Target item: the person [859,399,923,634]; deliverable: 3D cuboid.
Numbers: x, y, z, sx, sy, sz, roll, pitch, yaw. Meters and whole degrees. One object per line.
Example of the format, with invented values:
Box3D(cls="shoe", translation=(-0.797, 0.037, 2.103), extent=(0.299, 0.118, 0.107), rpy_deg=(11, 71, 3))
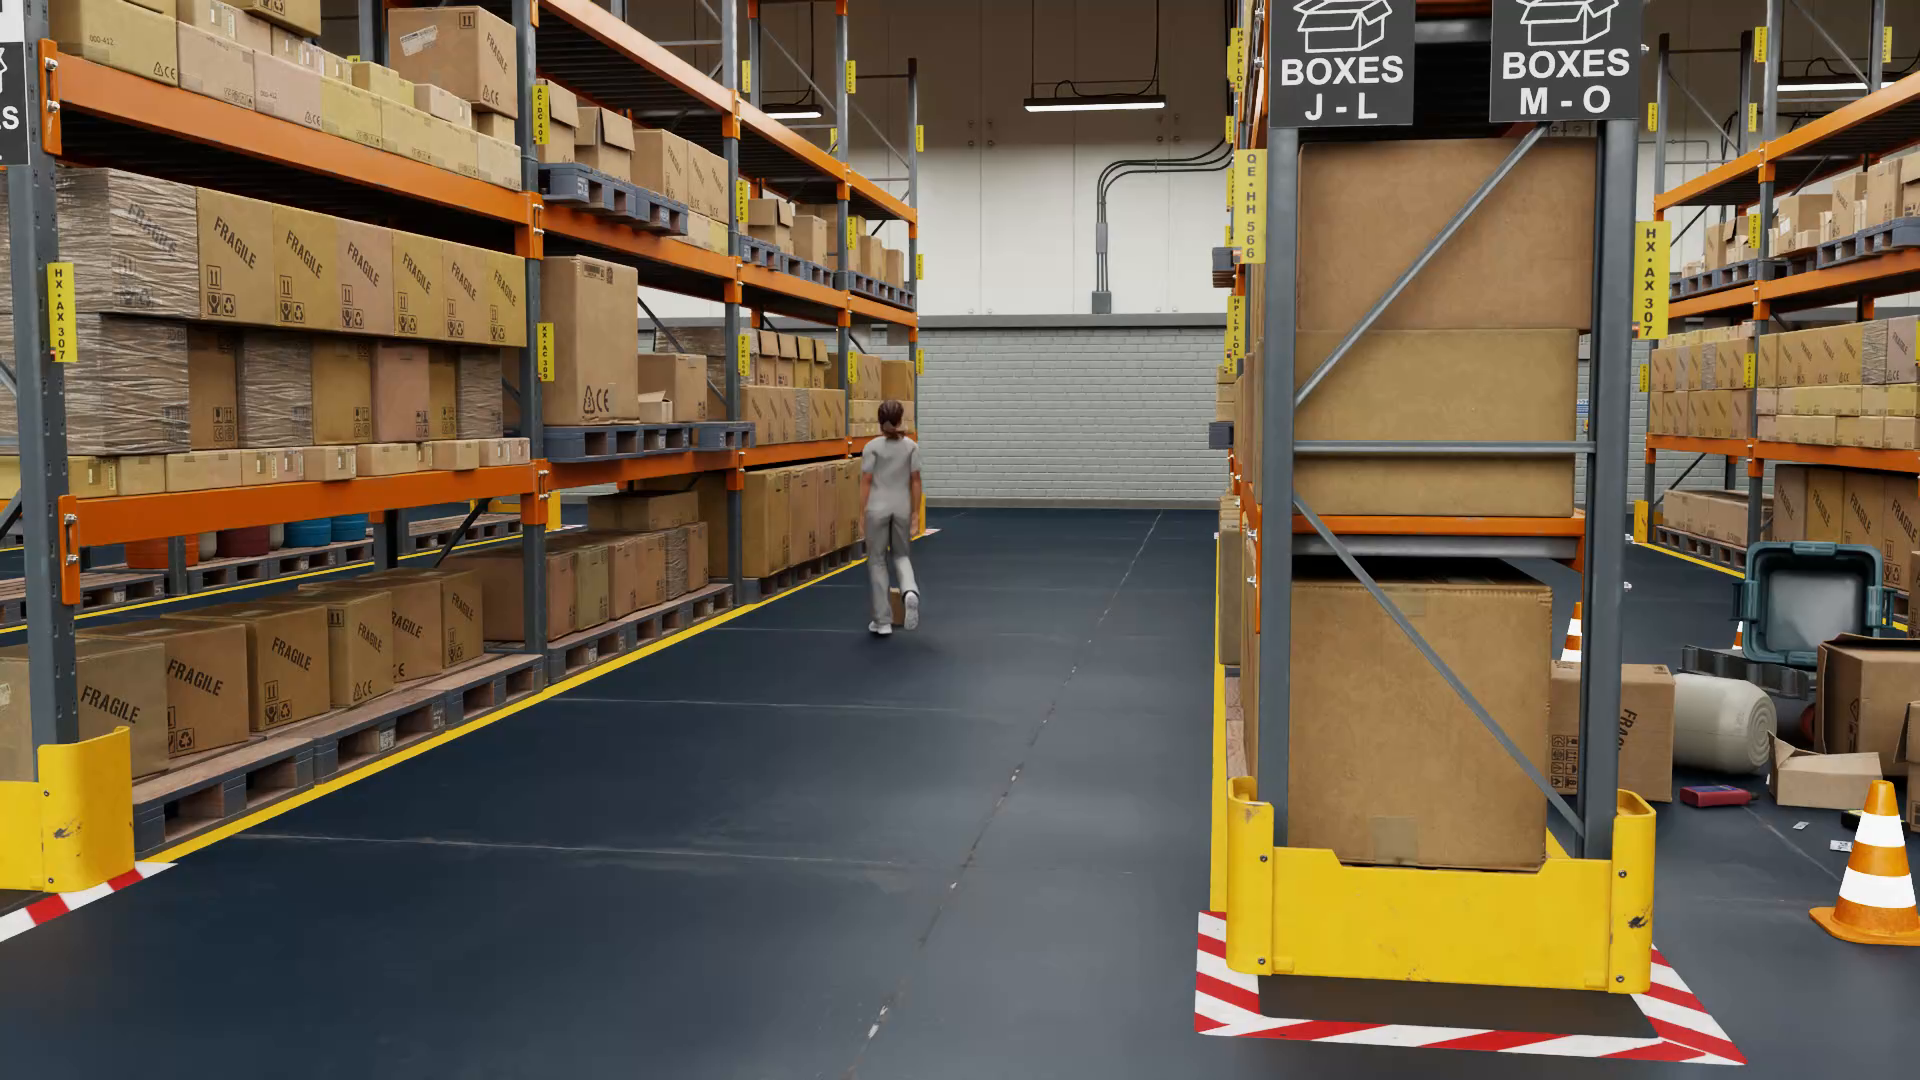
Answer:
Box3D(cls="person", translation=(-0.492, -0.164, 11.755), extent=(0.452, 1.660, 0.501), rpy_deg=(-2, 5, -22))
